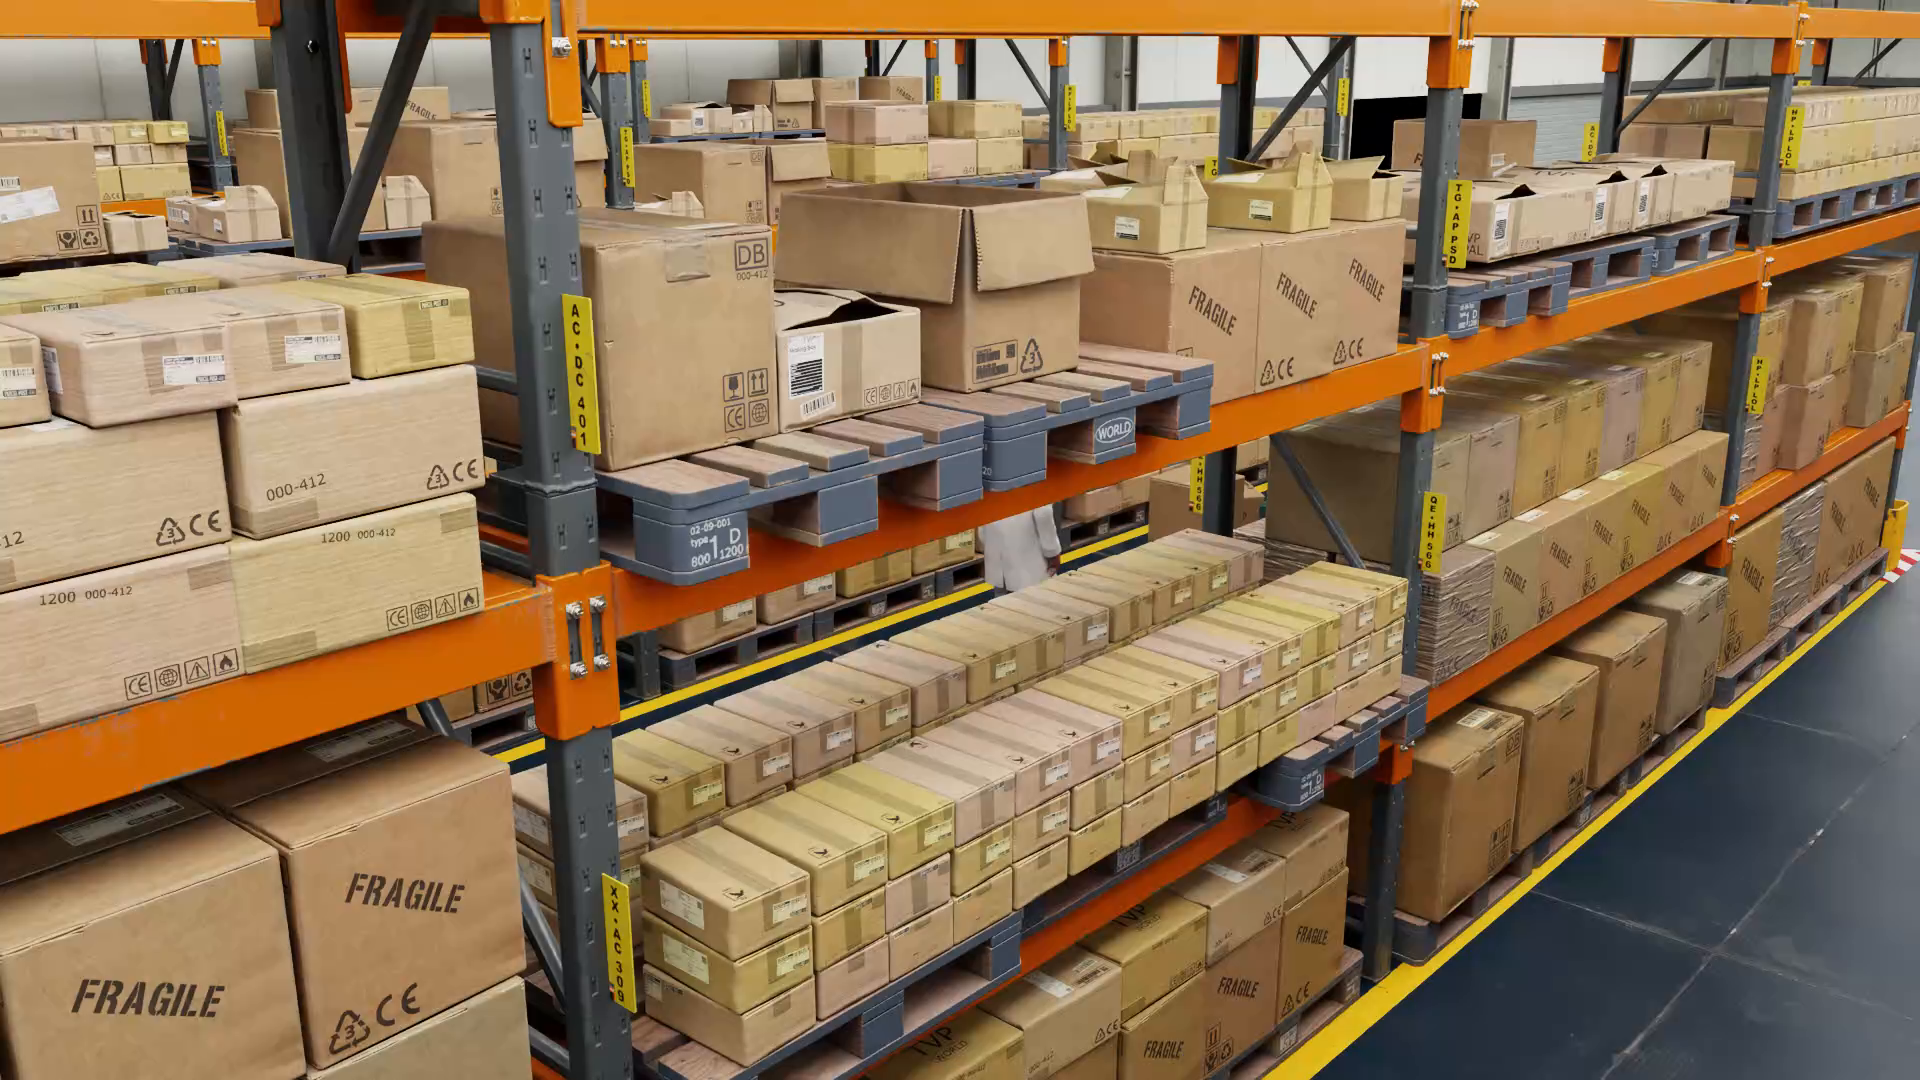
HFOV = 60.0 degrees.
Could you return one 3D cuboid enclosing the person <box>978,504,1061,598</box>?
[{"bbox_3d":[0.369,0.048,10.409,0.640,1.773,0.426,14,22,39],"label":"person"}]
